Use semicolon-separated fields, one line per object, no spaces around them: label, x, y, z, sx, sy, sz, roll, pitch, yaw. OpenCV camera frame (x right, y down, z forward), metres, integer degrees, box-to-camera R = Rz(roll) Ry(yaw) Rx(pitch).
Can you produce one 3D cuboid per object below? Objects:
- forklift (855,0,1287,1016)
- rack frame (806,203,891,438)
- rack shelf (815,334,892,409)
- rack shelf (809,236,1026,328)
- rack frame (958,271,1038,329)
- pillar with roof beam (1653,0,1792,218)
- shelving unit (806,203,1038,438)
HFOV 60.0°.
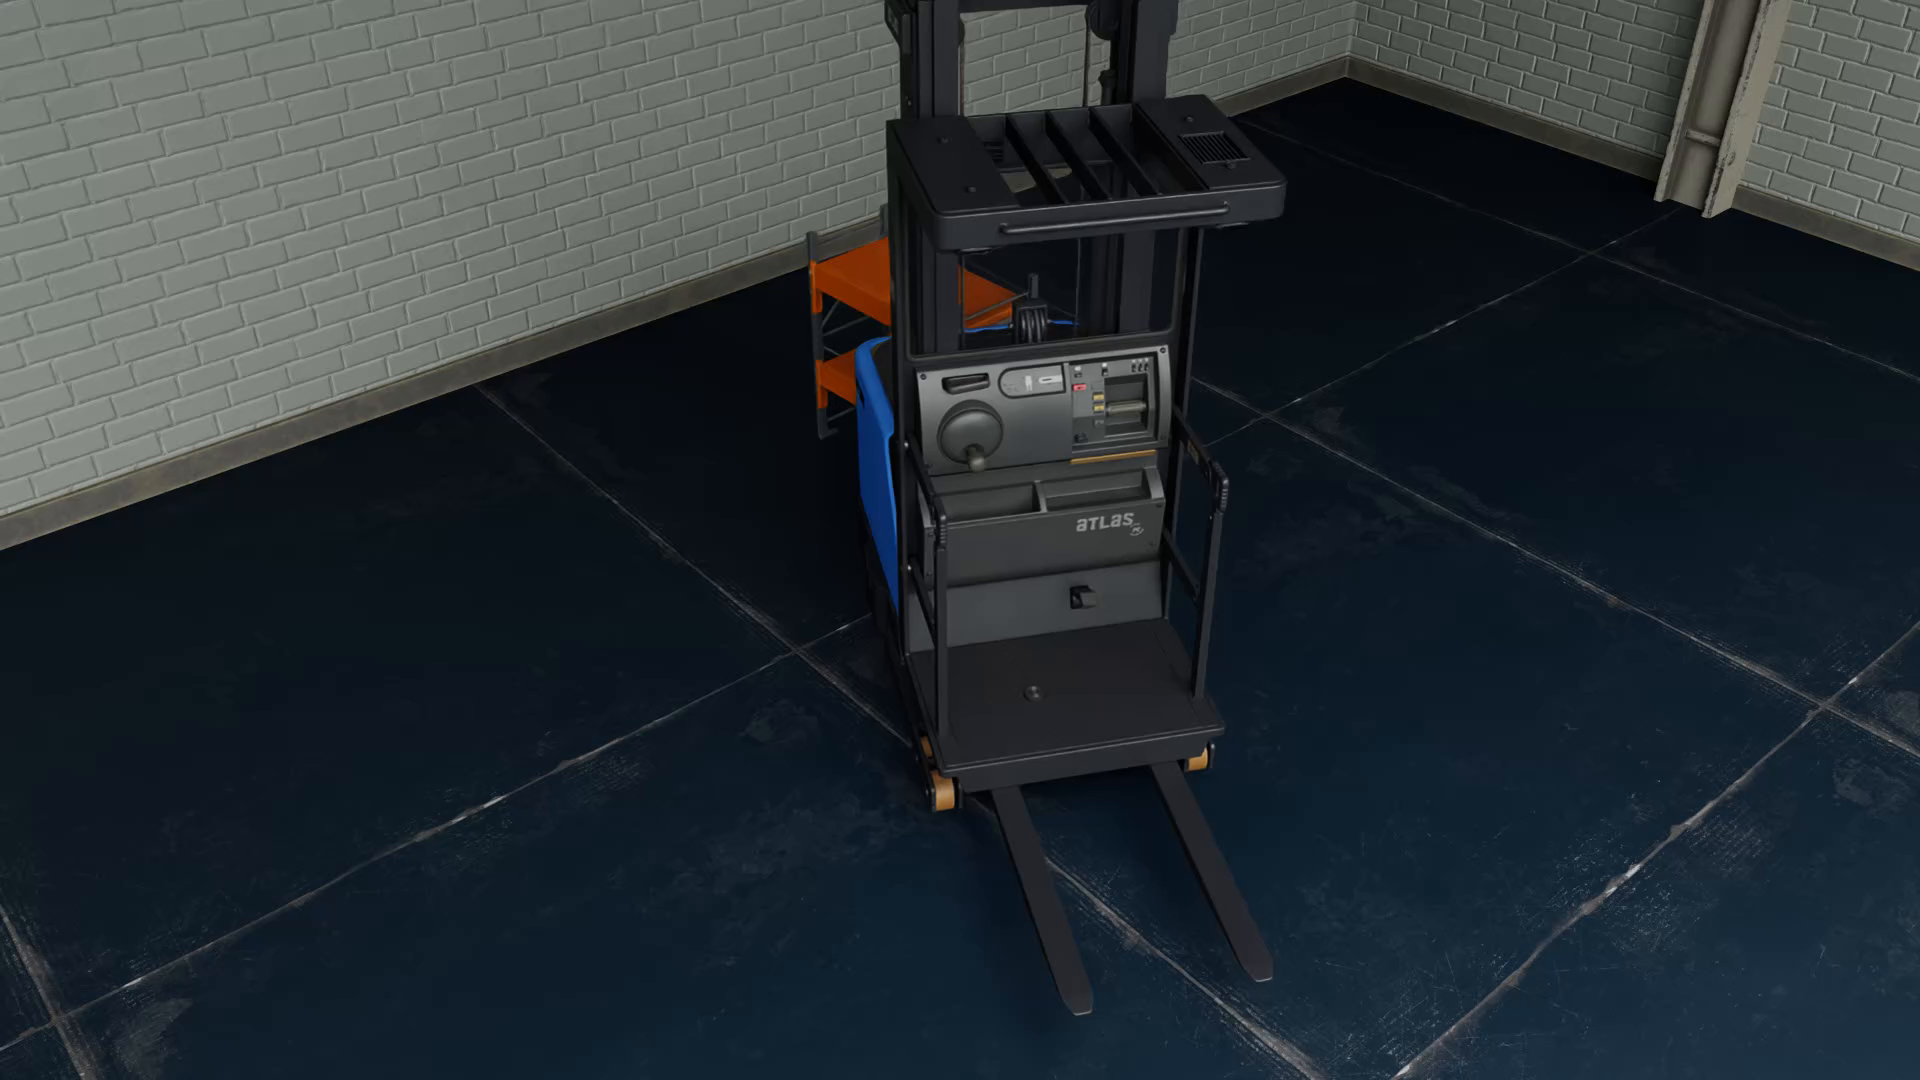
forklift;0.356;-0.410;5.793;1.130;2.935;3.031;-7;36;-10
rack frame;-0.534;-1.082;8.305;0.500;1.125;0.032;-28;44;-34
rack shelf;-0.187;-0.668;8.143;0.538;0.278;1.000;-28;44;-34
rack shelf;-0.187;-1.107;7.833;0.538;0.278;1.000;-28;44;-34
rack frame;0.161;-0.653;7.699;0.500;1.125;0.032;-28;44;-34
pillar with roof beam;1.500;-4.272;5.997;9.100;9.000;0.400;-26;43;-32
shelving unit;-0.187;-0.868;8.002;0.538;1.125;1.048;-28;44;-34
